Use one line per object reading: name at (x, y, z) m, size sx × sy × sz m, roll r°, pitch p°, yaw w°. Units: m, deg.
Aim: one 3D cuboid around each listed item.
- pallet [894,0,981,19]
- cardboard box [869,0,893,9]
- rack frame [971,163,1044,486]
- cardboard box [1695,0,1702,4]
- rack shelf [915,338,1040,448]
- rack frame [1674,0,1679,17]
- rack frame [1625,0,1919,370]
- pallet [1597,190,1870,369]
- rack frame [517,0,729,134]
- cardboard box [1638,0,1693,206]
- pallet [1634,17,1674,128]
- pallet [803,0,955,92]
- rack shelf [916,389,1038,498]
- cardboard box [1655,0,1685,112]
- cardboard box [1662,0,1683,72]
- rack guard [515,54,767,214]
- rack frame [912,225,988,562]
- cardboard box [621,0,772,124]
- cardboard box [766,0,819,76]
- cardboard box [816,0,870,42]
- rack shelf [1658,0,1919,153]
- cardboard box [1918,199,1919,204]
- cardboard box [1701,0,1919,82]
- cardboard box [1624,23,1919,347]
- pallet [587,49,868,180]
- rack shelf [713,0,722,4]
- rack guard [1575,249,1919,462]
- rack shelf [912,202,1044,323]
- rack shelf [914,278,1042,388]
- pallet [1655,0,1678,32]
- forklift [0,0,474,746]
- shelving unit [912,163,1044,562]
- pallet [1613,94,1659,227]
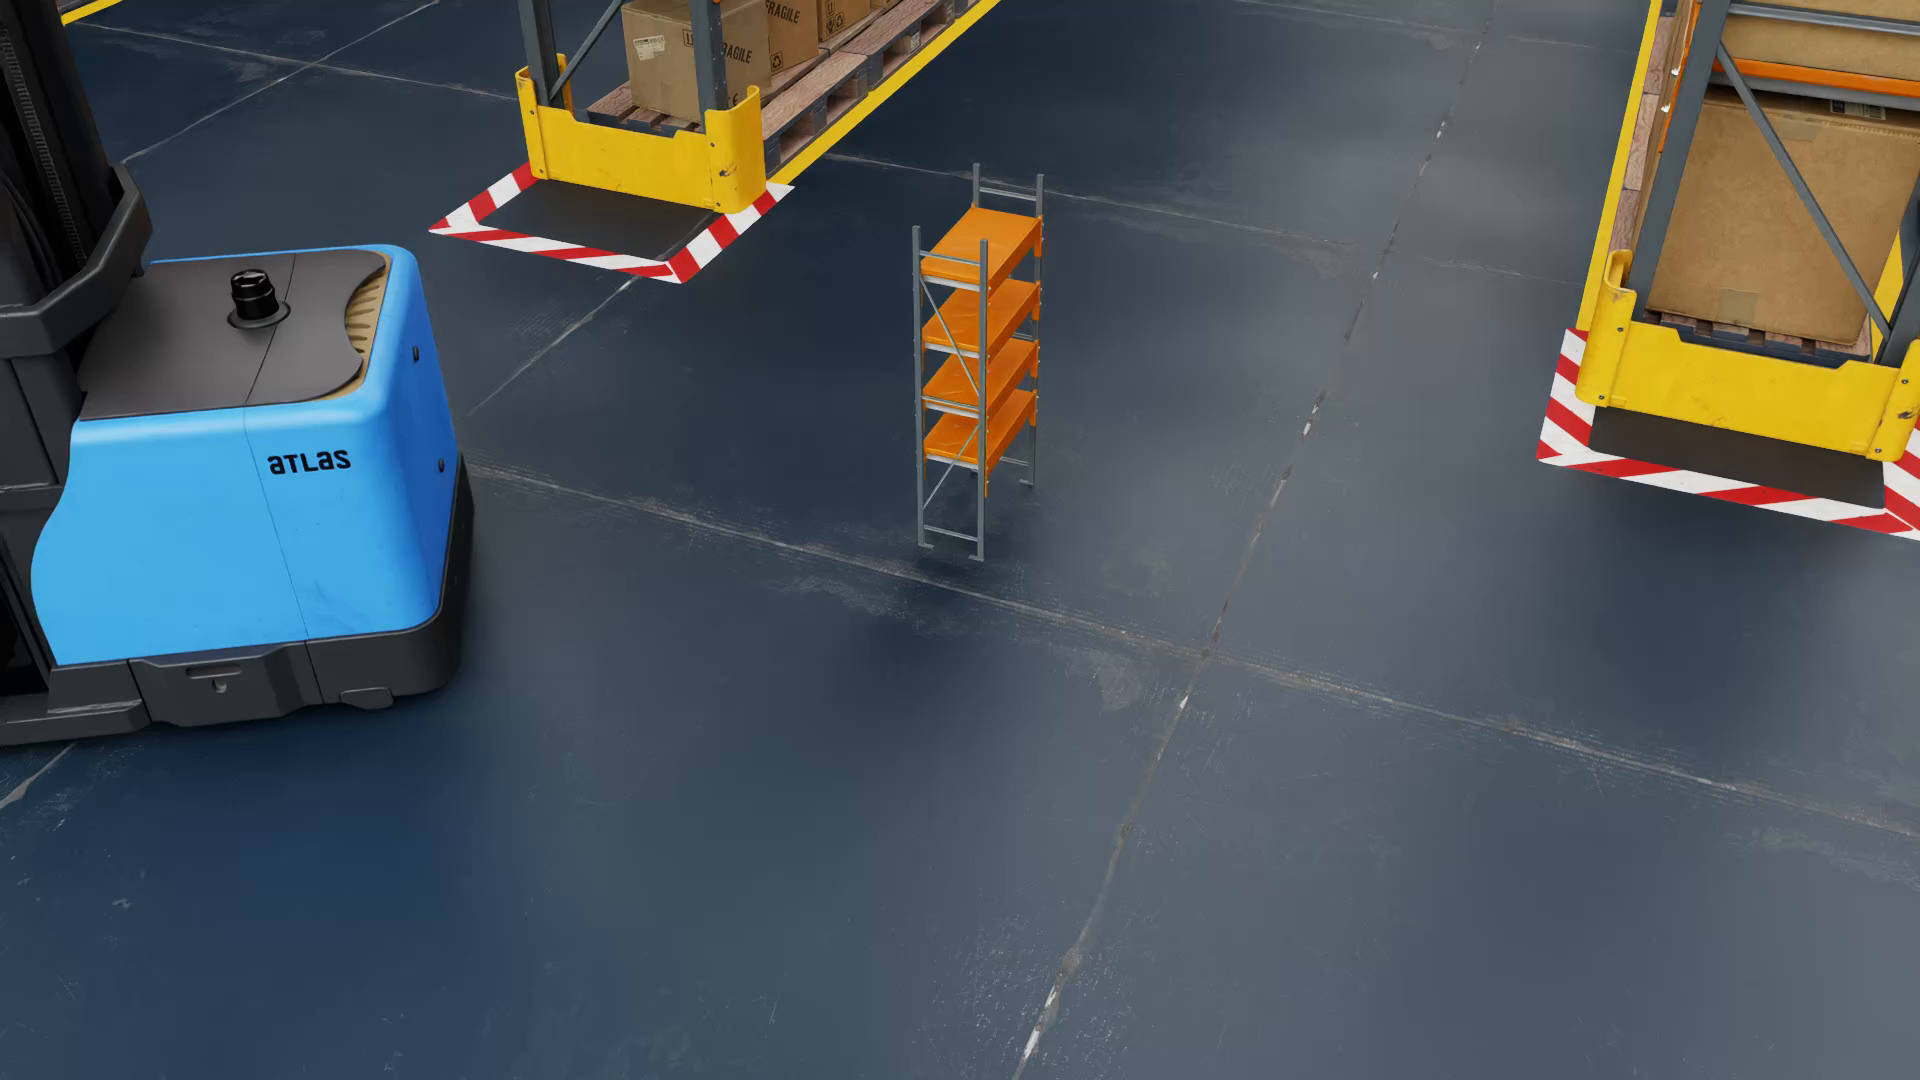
pallet at (-0.247, -3.622, 10.420) m, size 1.003 × 0.211 × 1.213 m, roll 14°, pitch 39°, yaw 18°
cardboard box at (-0.587, -3.393, 9.522) m, size 0.500 × 0.500 × 0.500 m, roll 11°, pitch 38°, yaw 14°
rack frame at (0.156, -0.707, 5.694) m, size 0.240 × 1.200 × 0.015 m, roll 14°, pitch 39°, yaw 18°
cardboard box at (3.291, -2.304, 6.202) m, size 0.875 × 0.550 × 0.550 m, roll 14°, pitch 39°, yaw 18°
rack shelf at (0.063, -0.518, 5.554) m, size 0.258 × 0.148 × 0.480 m, roll 14°, pitch 39°, yaw 18°
rack frame at (4.525, -3.933, 8.507) m, size 1.000 × 3.000 × 0.127 m, roll 14°, pitch 39°, yaw 18°
rack frame at (3.003, -1.719, 5.544) m, size 1.000 × 3.000 × 0.127 m, roll 14°, pitch 39°, yaw 18°
pallet at (3.235, -1.062, 6.995) m, size 1.003 × 0.211 × 1.213 m, roll 14°, pitch 39°, yaw 18°
rack frame at (-1.546, -2.905, 7.131) m, size 1.000 × 3.000 × 0.127 m, roll 14°, pitch 39°, yaw 18°
cardboard box at (3.533, -1.914, 7.229) m, size 0.875 × 0.875 × 0.875 m, roll 13°, pitch 39°, yaw 17°
pallet at (4.163, -2.413, 8.802) m, size 1.003 × 0.211 × 1.213 m, roll 14°, pitch 39°, yaw 18°
pallet at (-0.709, -2.945, 9.513) m, size 1.003 × 0.211 × 1.213 m, roll 14°, pitch 39°, yaw 18°
rack shelf at (0.063, -0.359, 5.673) m, size 0.258 × 0.148 × 0.480 m, roll 14°, pitch 39°, yaw 18°
cardboard box at (3.881, -2.418, 7.904) m, size 0.875 × 0.875 × 0.875 m, roll 14°, pitch 39°, yaw 18°
cardboard box at (4.221, -2.918, 8.573) m, size 0.875 × 0.875 × 0.875 m, roll 14°, pitch 39°, yaw 18°
rack guard at (-1.517, -1.945, 7.935) m, size 1.175 × 0.500 × 0.348 m, roll 14°, pitch 39°, yaw 18°
rack frame at (-0.030, -0.437, 5.333) m, size 0.240 × 1.200 × 0.015 m, roll 14°, pitch 39°, yaw 18°
cardboard box at (-1.293, -2.414, 8.211) m, size 0.500 × 0.500 × 0.500 m, roll 21°, pitch 42°, yaw 26°
cardboard box at (-1.097, -2.752, 8.664) m, size 0.500 × 0.500 × 0.500 m, roll 25°, pitch 43°, yaw 29°
cardboard box at (-0.841, -3.095, 9.122) m, size 0.500 × 0.500 × 0.500 m, roll 18°, pitch 40°, yaw 22°
rack shelf at (3.764, -2.538, 7.241) m, size 1.077 × 0.370 × 4.000 m, roll 14°, pitch 39°, yaw 18°
cardboard box at (4.883, -1.840, 7.792) m, size 0.500 × 0.500 × 0.500 m, roll 21°, pitch 42°, yaw 25°
cardboard box at (3.102, -1.995, 5.788) m, size 0.875 × 0.550 × 0.550 m, roll 14°, pitch 39°, yaw 18°
cardboard box at (3.200, -1.426, 6.577) m, size 0.875 × 0.875 × 0.875 m, roll 14°, pitch 39°, yaw 18°
pallet at (-1.175, -2.272, 8.613) m, size 1.003 × 0.211 × 1.213 m, roll 14°, pitch 39°, yaw 18°
rack shelf at (-0.785, -3.724, 8.827) m, size 1.077 × 0.370 × 4.000 m, roll 14°, pitch 39°, yaw 18°
rack guard at (2.994, -0.704, 6.275) m, size 1.175 × 0.500 × 0.348 m, roll 14°, pitch 39°, yaw 18°
rack shelf at (0.063, -0.887, 5.278) m, size 0.258 × 0.148 × 0.480 m, roll 14°, pitch 39°, yaw 18°
rack shelf at (0.063, -0.698, 5.420) m, size 0.258 × 0.148 × 0.480 m, roll 14°, pitch 39°, yaw 18°
pallet at (4.749, -3.261, 9.936) m, size 1.003 × 0.211 × 1.213 m, roll 14°, pitch 39°, yaw 18°
forklift at (-3.109, -0.823, 4.403) m, size 3.031 × 2.935 × 1.130 m, roll -6°, pitch 37°, yaw -8°
shelving unit at (0.063, -0.572, 5.513) m, size 0.258 × 1.200 × 0.503 m, roll 14°, pitch 39°, yaw 18°
pallet at (3.700, -1.735, 7.896) m, size 1.003 × 0.211 × 1.213 m, roll 14°, pitch 39°, yaw 18°
